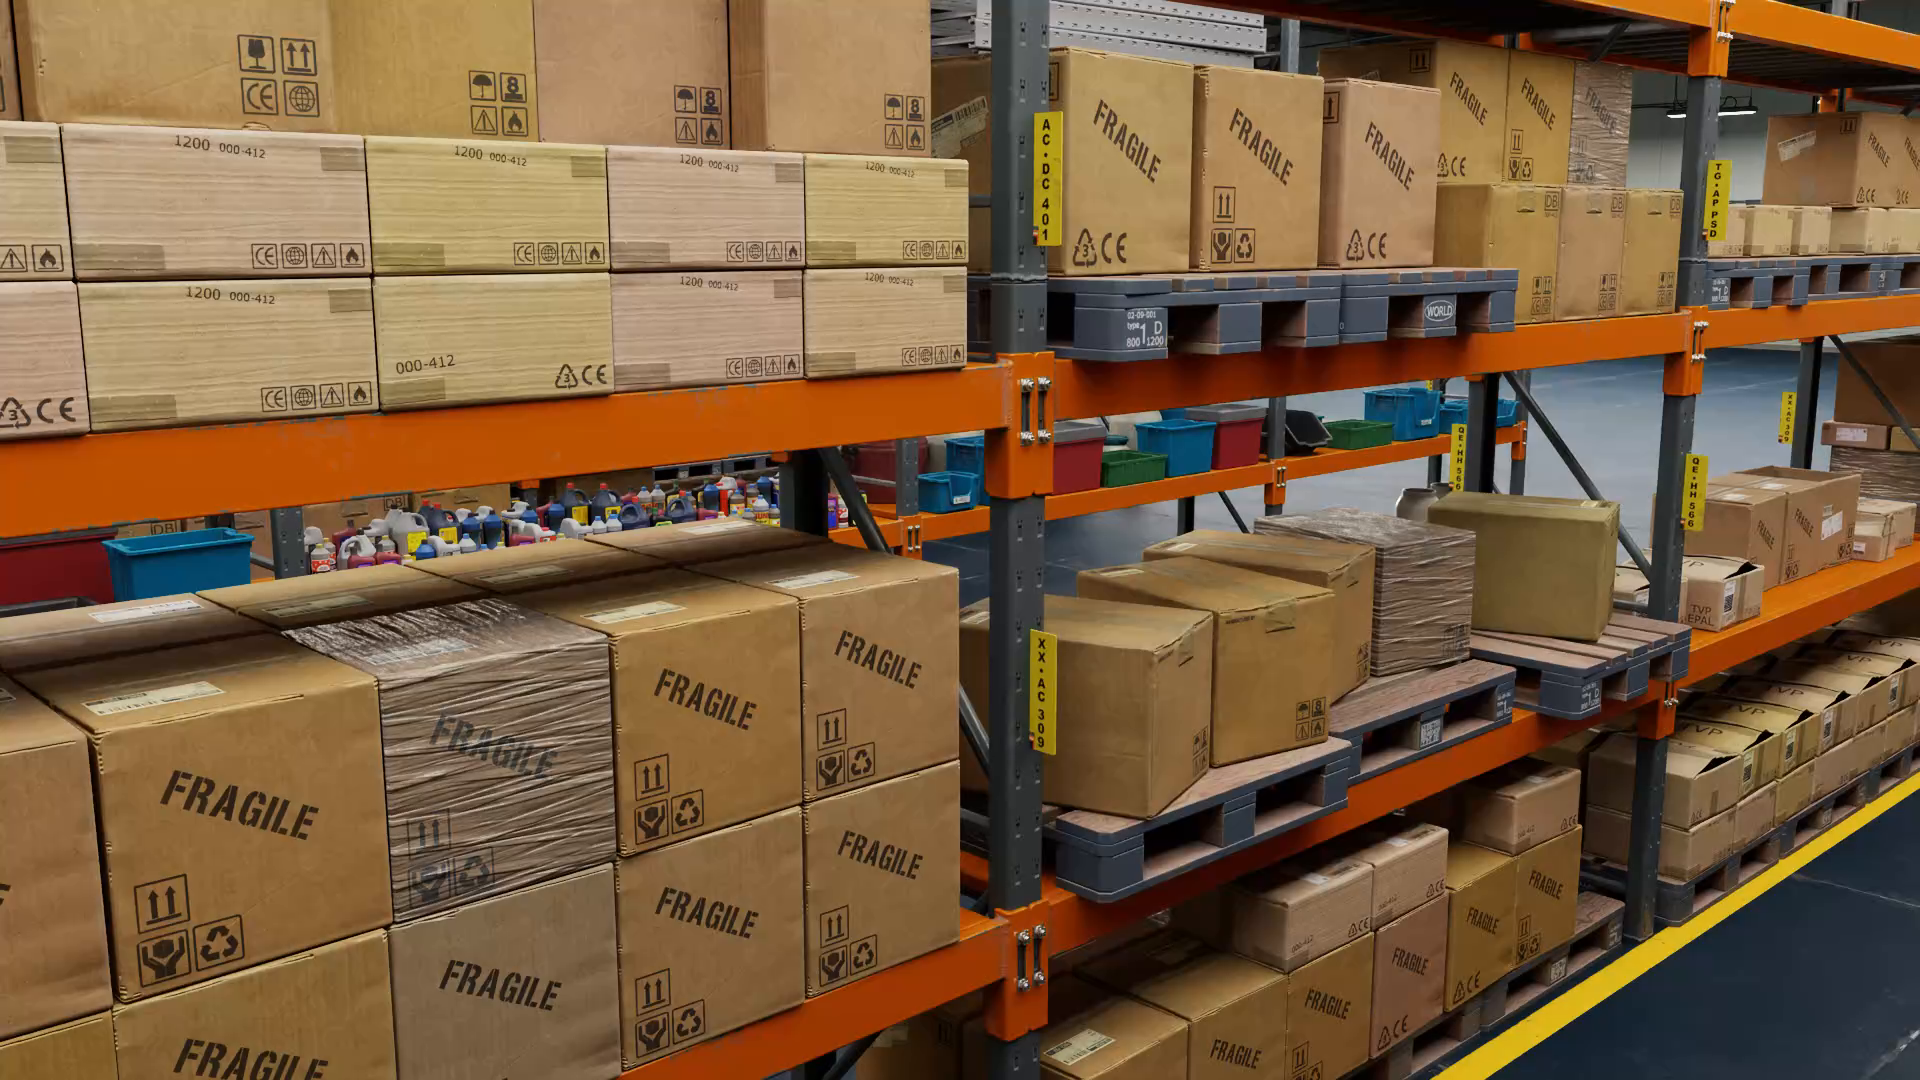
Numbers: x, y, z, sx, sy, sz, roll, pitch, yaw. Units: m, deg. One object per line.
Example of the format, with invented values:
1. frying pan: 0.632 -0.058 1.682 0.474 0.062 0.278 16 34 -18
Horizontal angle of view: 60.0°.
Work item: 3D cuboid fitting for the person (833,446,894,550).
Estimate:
1. person: -0.790 -0.122 13.989 0.592 1.422 0.768 -10 14 -43
